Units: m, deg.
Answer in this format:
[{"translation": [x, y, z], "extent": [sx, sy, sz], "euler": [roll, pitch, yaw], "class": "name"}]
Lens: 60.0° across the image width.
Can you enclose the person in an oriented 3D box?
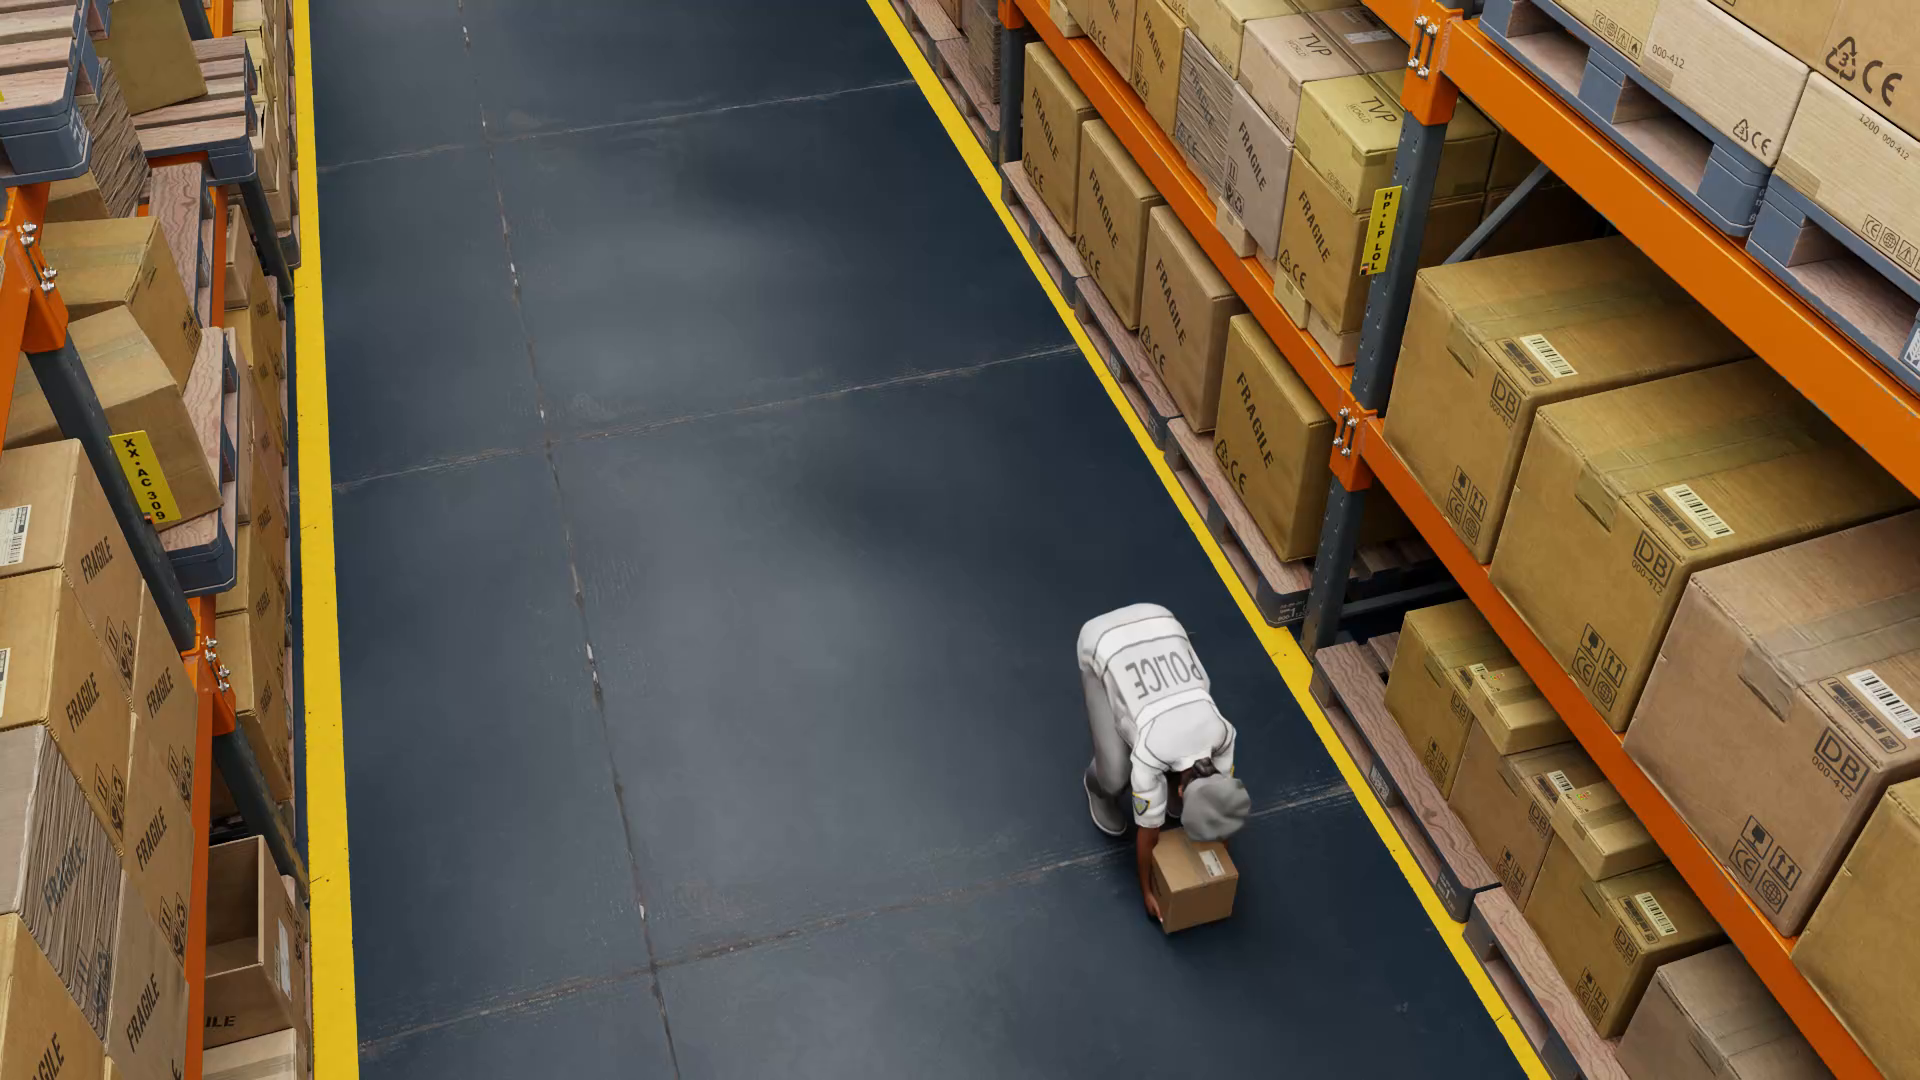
[{"translation": [0.721, 0.768, 5.903], "extent": [0.468, 0.881, 0.904], "euler": [-14, 44, -15], "class": "person"}]
